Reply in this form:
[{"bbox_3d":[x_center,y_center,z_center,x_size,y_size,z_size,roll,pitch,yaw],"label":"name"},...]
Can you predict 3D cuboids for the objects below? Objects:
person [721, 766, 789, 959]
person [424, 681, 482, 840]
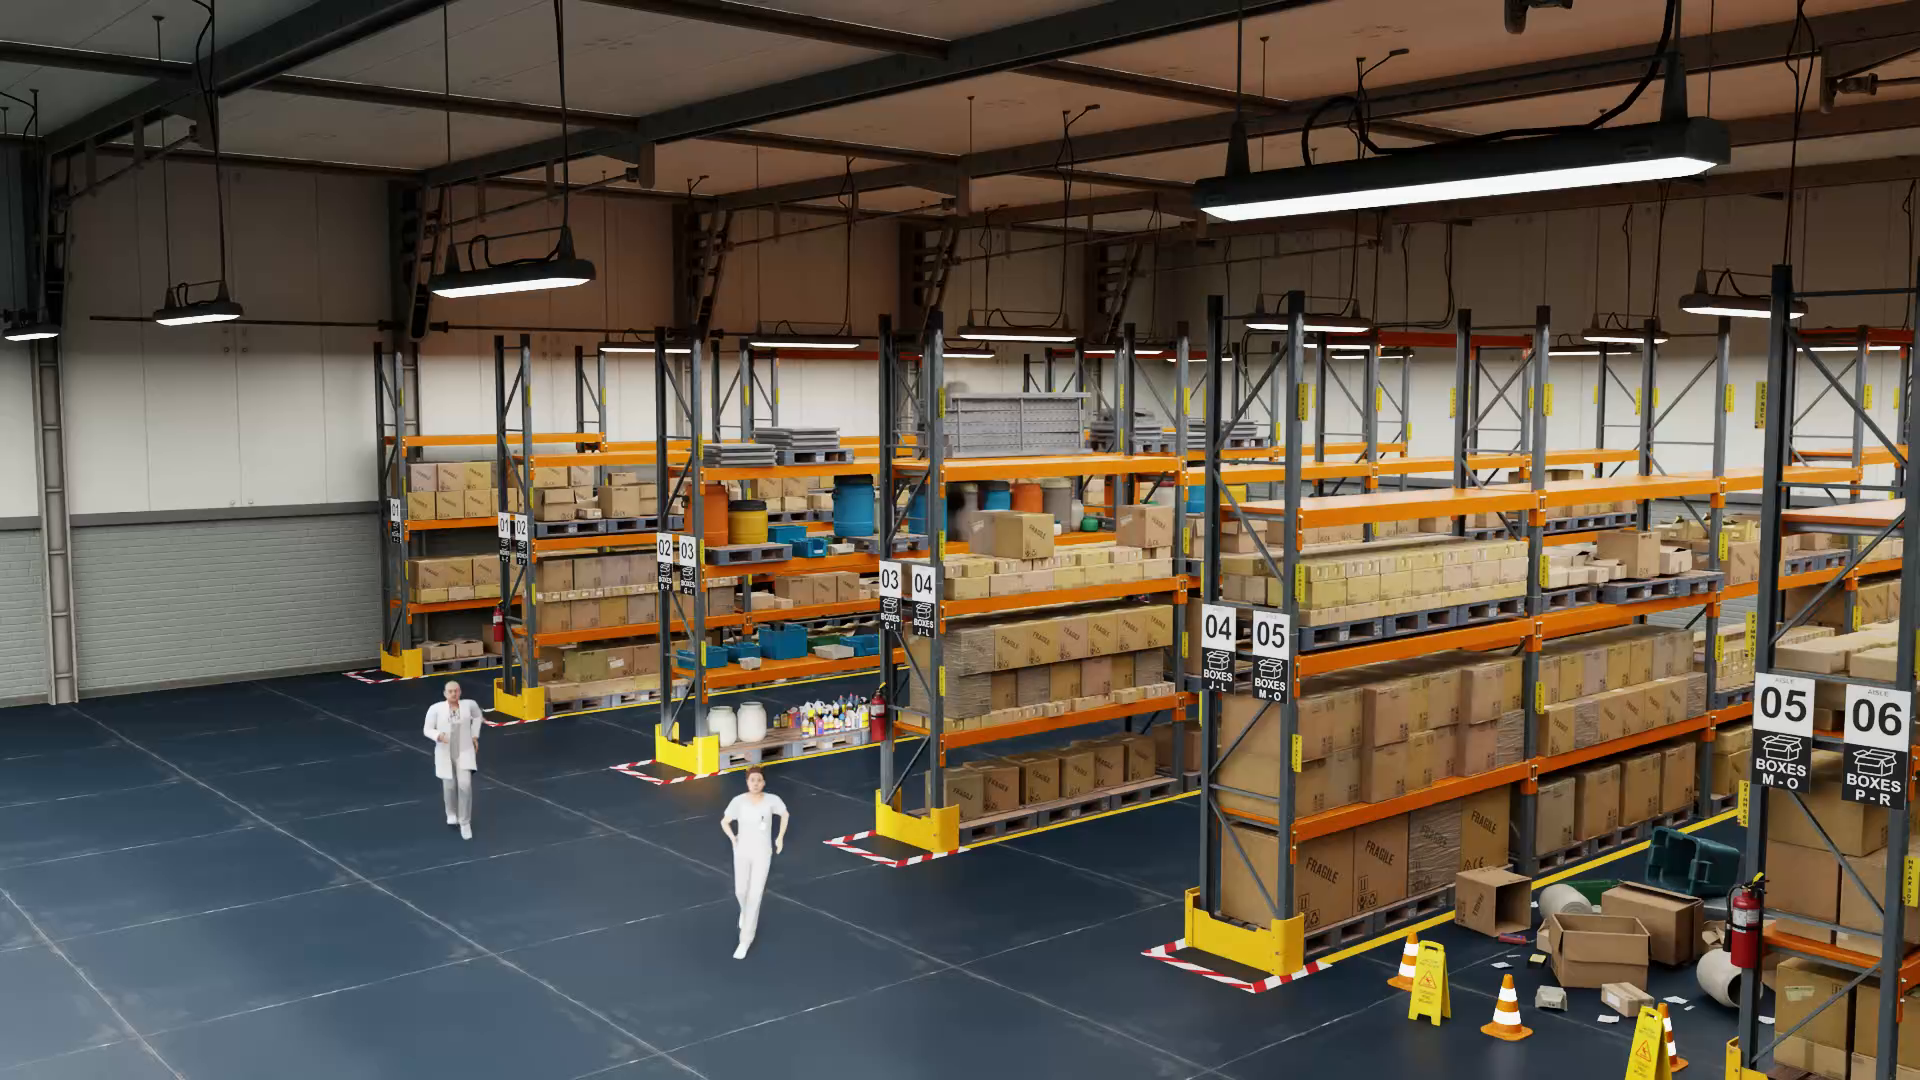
[{"bbox_3d":[-1.909,2.921,15.407,0.607,1.666,0.975,0,5,2],"label":"person"},{"bbox_3d":[-5.876,2.631,19.309,0.640,1.636,0.908,-1,5,-14],"label":"person"}]
